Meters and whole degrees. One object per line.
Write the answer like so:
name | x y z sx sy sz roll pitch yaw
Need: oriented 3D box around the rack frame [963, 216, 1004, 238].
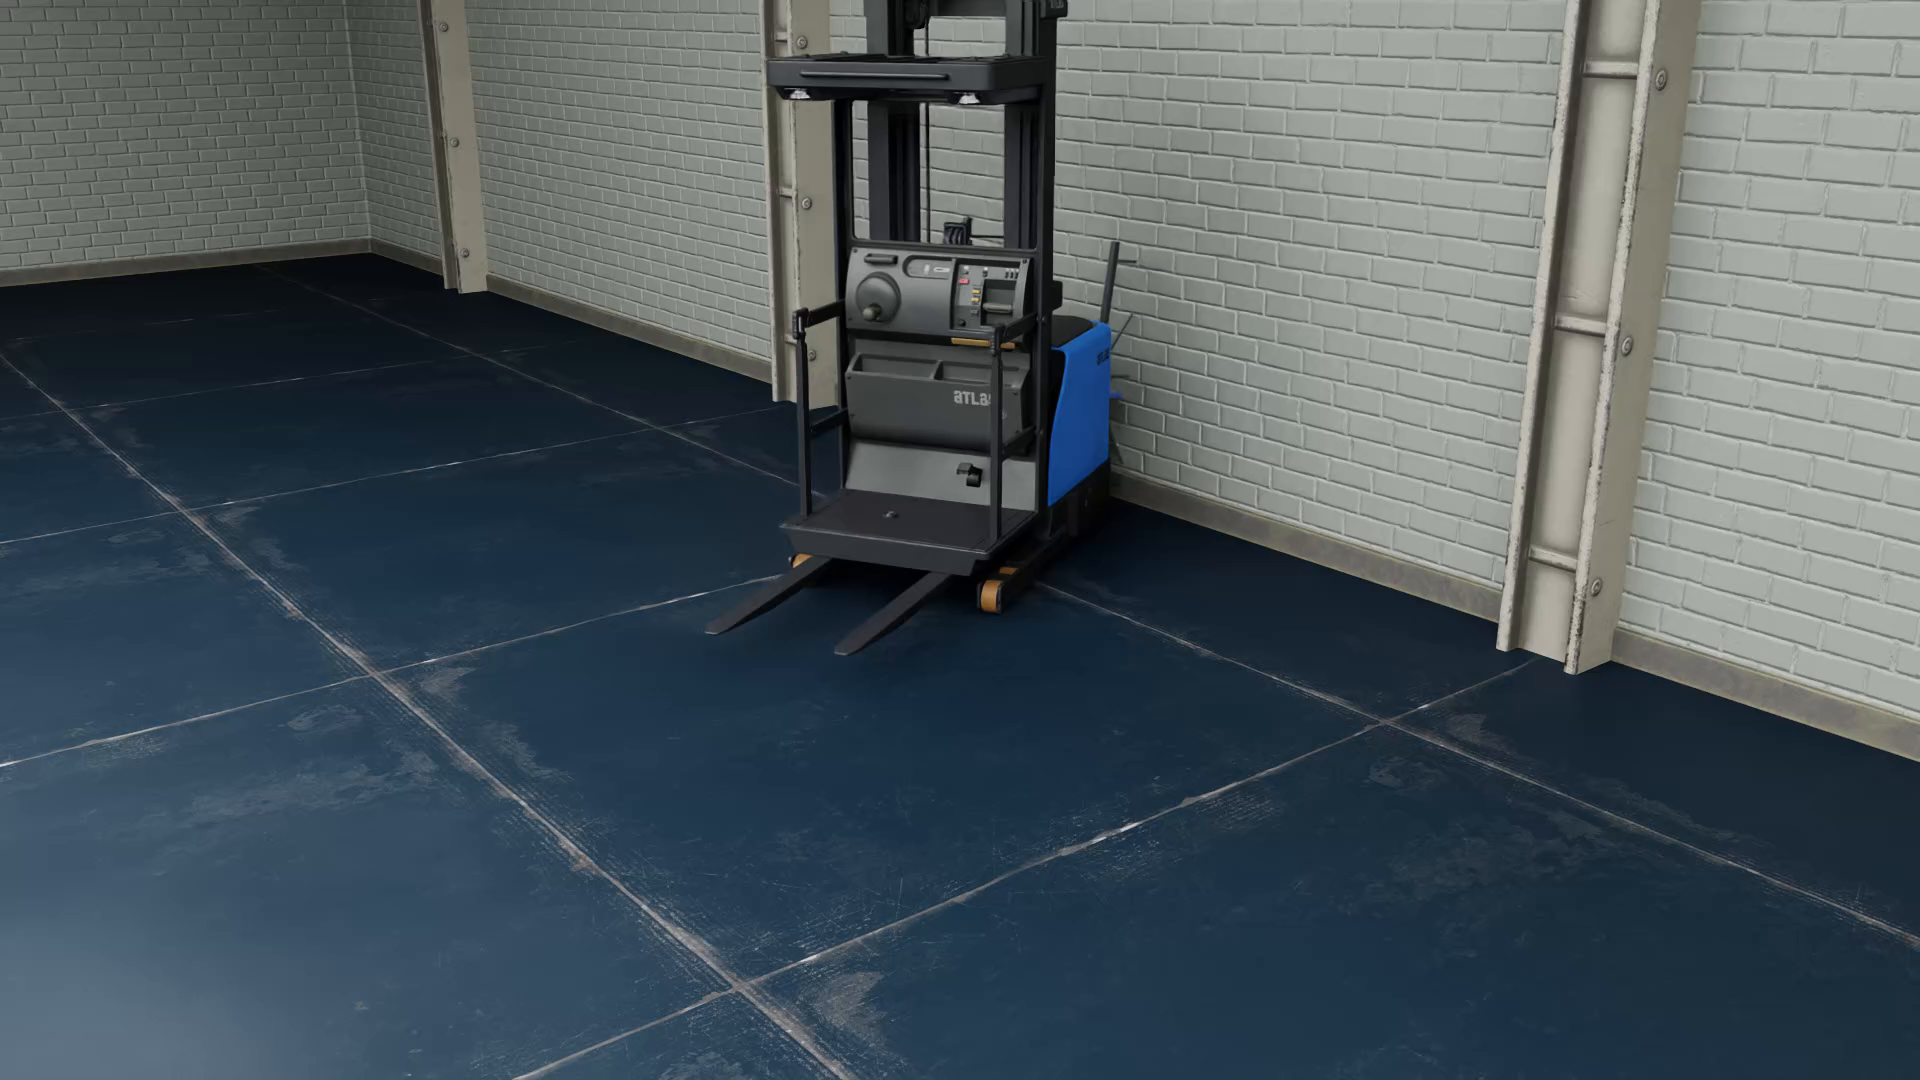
rack frame | 0.093 -1.156 9.889 0.032 1.500 0.500 17 17 35

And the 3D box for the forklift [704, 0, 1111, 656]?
forklift | -0.191 -1.193 7.803 1.130 2.935 3.031 7 20 21

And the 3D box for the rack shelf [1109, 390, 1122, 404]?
rack shelf | 0.467 -0.859 9.637 1.000 0.185 0.538 17 17 35

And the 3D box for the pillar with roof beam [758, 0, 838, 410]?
pillar with roof beam | -4.472 -4.411 7.867 9.100 9.000 0.400 -14 23 -36

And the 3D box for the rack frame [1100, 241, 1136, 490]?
rack frame | 0.885 -0.909 9.300 0.032 1.500 0.500 17 17 35

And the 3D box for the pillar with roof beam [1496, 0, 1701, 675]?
pillar with roof beam | -0.746 -2.932 3.402 9.100 9.000 0.400 -14 23 -36

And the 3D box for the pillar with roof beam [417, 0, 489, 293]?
pillar with roof beam | -8.197 -5.889 12.332 9.100 9.000 0.400 -14 23 -36

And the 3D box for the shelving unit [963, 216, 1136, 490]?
shelving unit | 0.489 -1.033 9.594 1.048 1.500 0.538 17 17 35
